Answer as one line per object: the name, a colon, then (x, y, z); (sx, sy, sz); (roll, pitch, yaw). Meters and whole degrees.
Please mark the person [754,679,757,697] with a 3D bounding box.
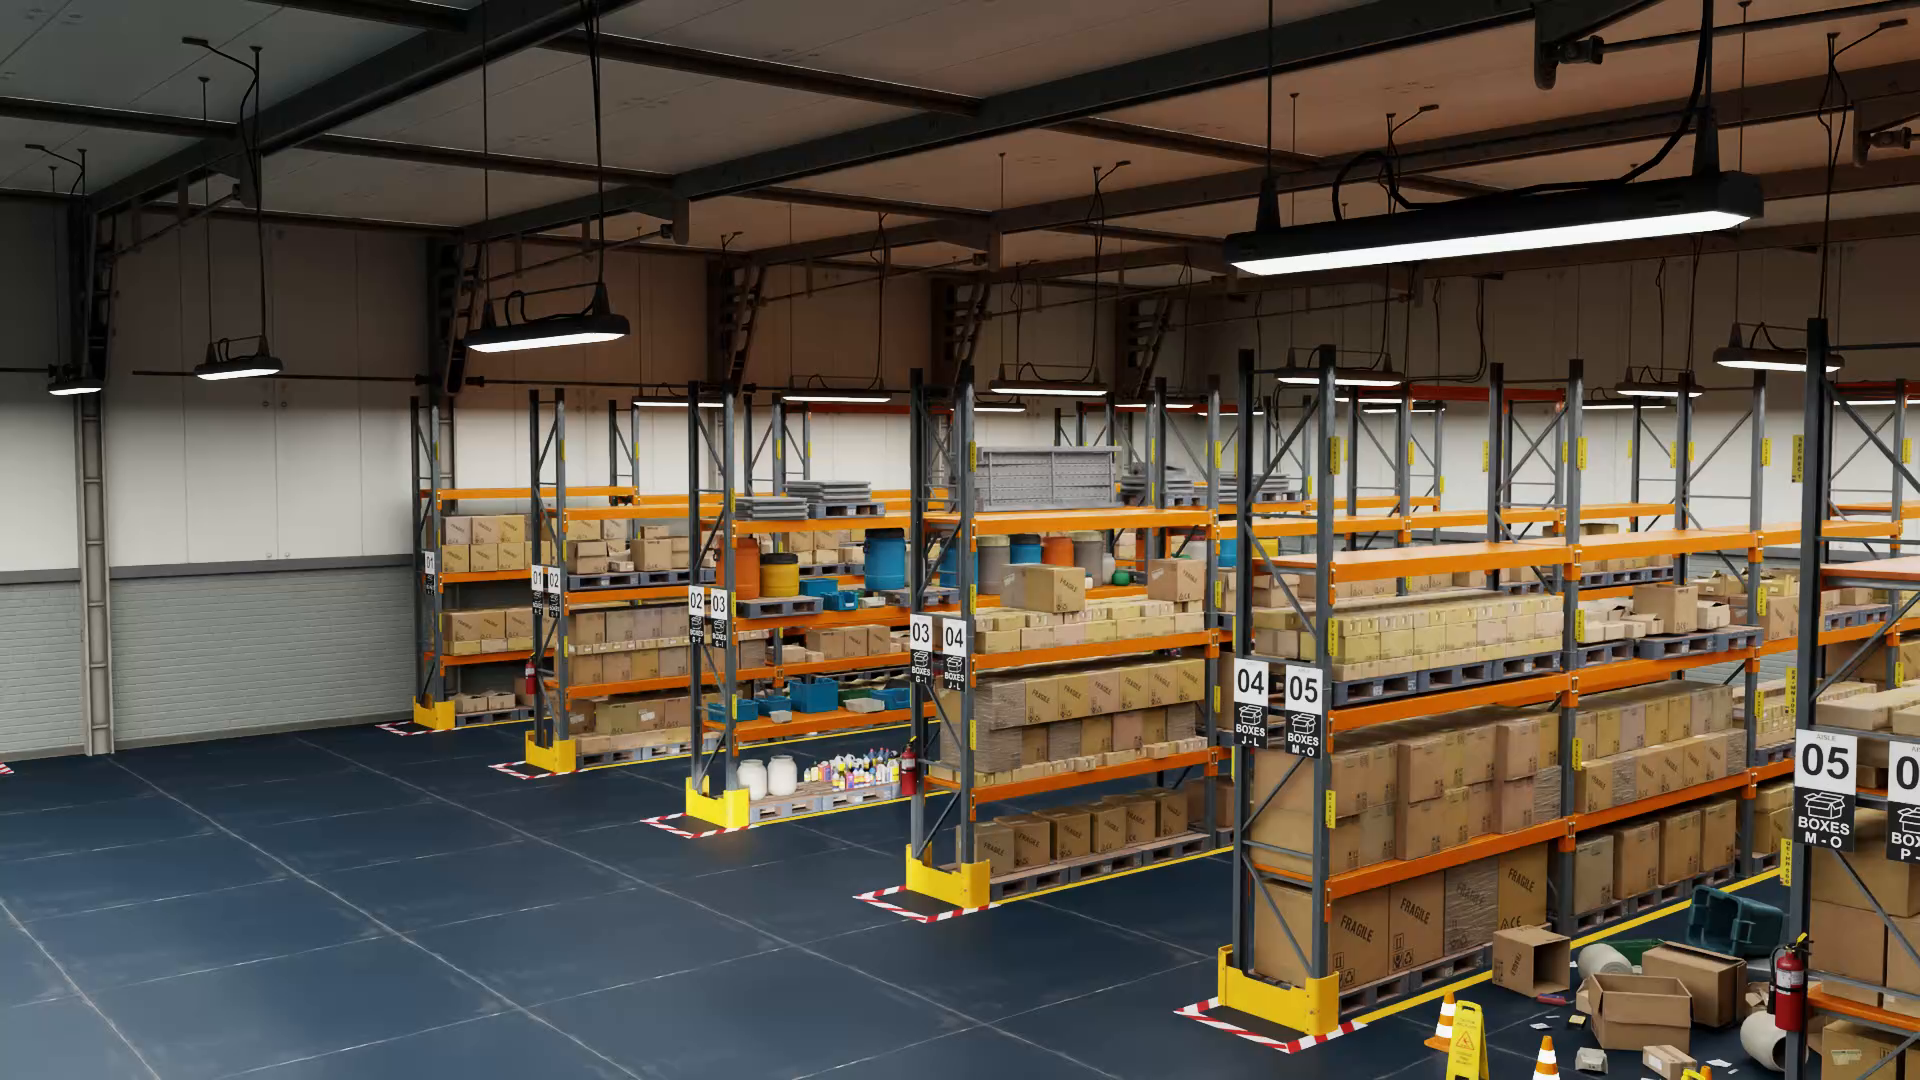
person: (-4.246, 2.448, 32.237); (0.706, 1.733, 0.526); (-2, 4, -32)
